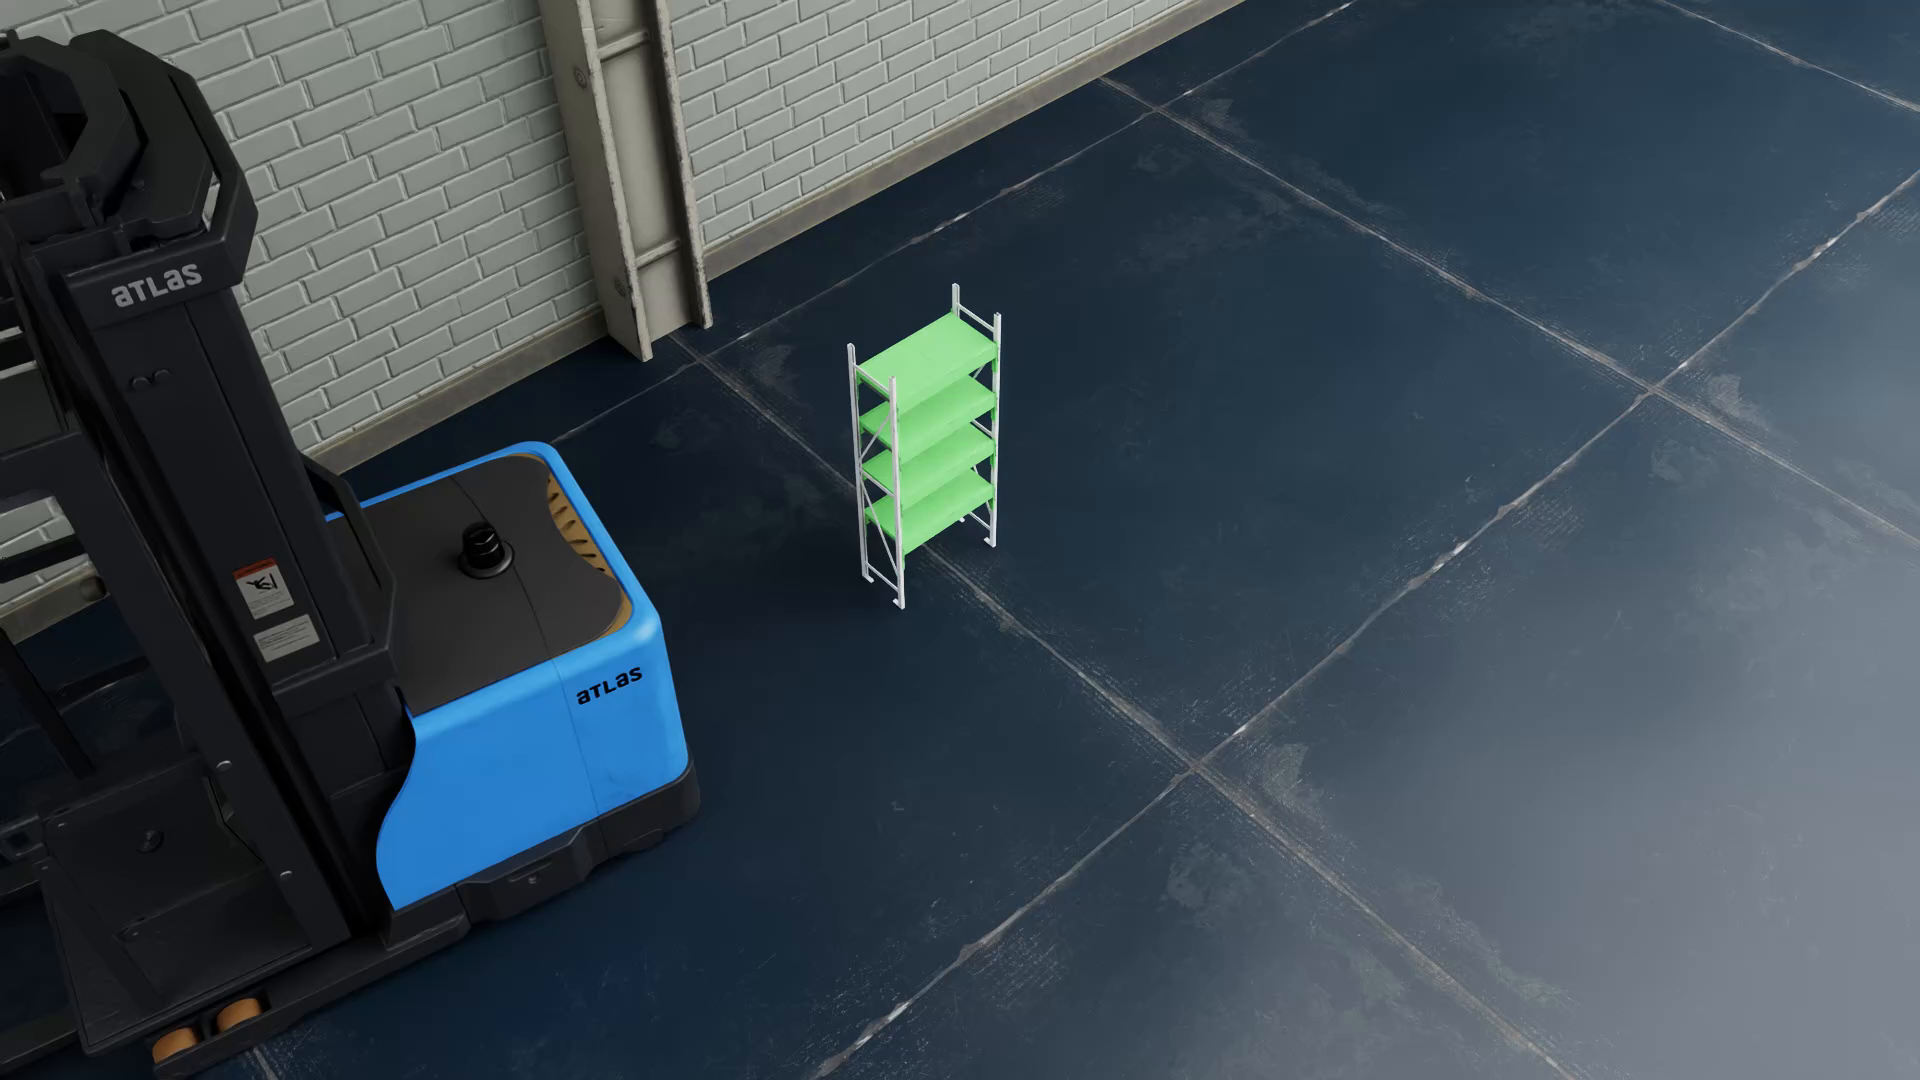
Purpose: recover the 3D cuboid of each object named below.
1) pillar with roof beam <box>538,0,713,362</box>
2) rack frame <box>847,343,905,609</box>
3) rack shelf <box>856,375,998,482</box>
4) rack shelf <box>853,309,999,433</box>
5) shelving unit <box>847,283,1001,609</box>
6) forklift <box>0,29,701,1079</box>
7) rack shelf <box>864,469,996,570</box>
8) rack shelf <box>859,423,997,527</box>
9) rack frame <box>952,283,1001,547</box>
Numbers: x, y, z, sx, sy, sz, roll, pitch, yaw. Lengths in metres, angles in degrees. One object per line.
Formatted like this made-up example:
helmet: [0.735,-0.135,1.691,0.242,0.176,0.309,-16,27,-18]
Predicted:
pillar with roof beam: [1.512,-1.691,2.188,0.400,9.000,9.100,-34,56,-27]
rack frame: [-0.303,-0.204,6.122,0.015,1.200,0.240,-34,56,-27]
rack shelf: [-0.122,-0.444,6.104,0.480,0.148,0.258,-34,56,-27]
rack shelf: [-0.122,-0.607,5.928,0.480,0.148,0.258,-34,56,-27]
shelving unit: [-0.122,-0.325,6.233,0.503,1.200,0.258,-34,56,-27]
forklift: [-2.435,0.237,4.537,3.031,2.935,1.130,-24,52,-20]
rack shelf: [-0.122,-0.119,6.457,0.480,0.148,0.258,-34,56,-27]
rack shelf: [-0.122,-0.282,6.280,0.480,0.148,0.258,-34,56,-27]
rack frame: [0.058,-0.446,6.345,0.015,1.200,0.240,-34,56,-27]
